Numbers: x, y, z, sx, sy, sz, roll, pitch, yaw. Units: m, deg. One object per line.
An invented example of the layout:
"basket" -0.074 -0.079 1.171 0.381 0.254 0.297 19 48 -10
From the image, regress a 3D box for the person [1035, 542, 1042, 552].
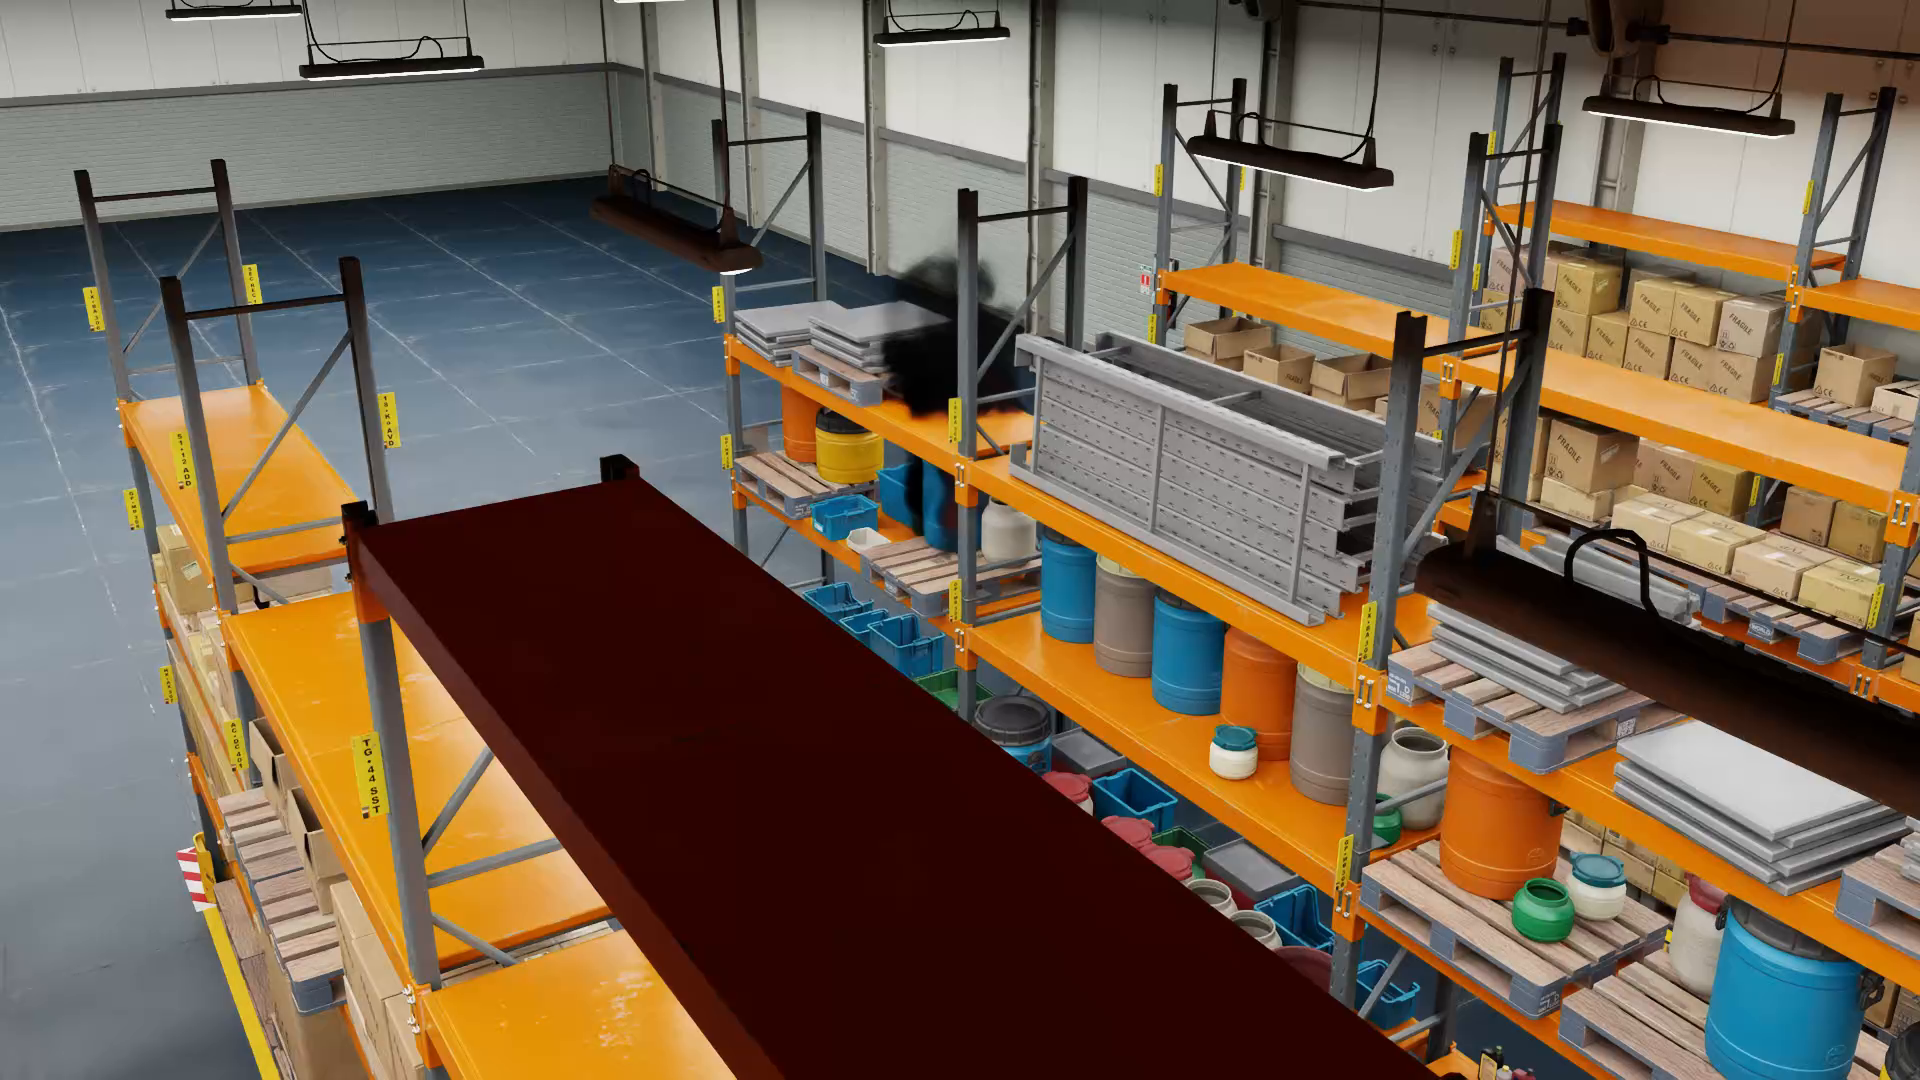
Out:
"person" 0.712 -0.270 20.002 0.583 1.572 0.531 -1 22 -2
